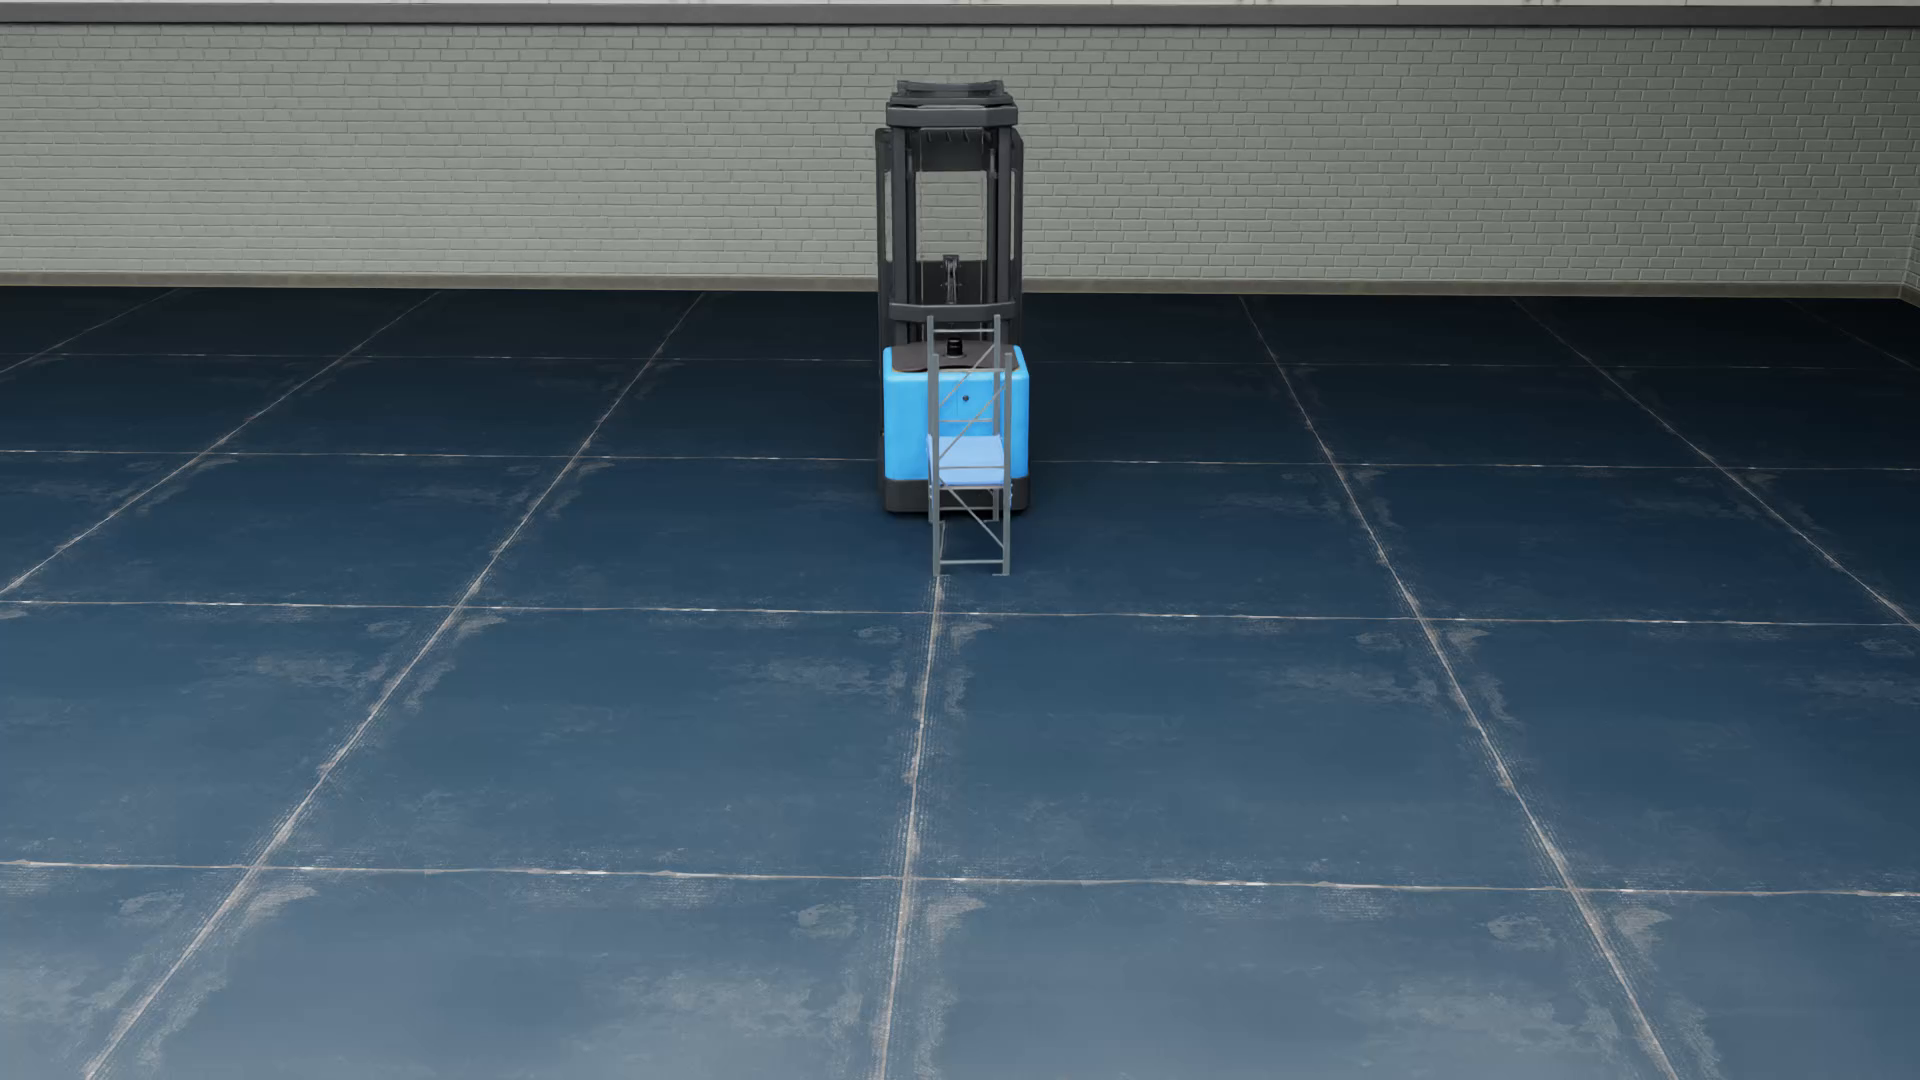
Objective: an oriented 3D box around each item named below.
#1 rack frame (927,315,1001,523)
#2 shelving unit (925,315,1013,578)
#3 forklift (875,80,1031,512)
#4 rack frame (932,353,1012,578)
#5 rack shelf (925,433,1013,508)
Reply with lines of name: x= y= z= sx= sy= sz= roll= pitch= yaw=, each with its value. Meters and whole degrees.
rack frame: x=0.027 y=-0.827 z=11.587 sx=0.500 sy=1.500 sz=0.032 roll=-1 pitch=21 yaw=-3
shelving unit: x=0.051 y=-0.643 z=11.114 sx=0.538 sy=1.500 sz=1.048 roll=-1 pitch=21 yaw=-3
forklift: x=-0.090 y=-2.052 z=12.765 sx=1.130 sy=2.935 sz=3.031 roll=-1 pitch=21 yaw=-3
rack frame: x=0.075 y=-0.460 z=10.641 sx=0.500 sy=1.500 sz=0.032 roll=-1 pitch=21 yaw=-3
rack shelf: x=0.051 y=-0.476 z=11.179 sx=0.538 sy=0.185 sz=1.000 roll=-1 pitch=21 yaw=-3
